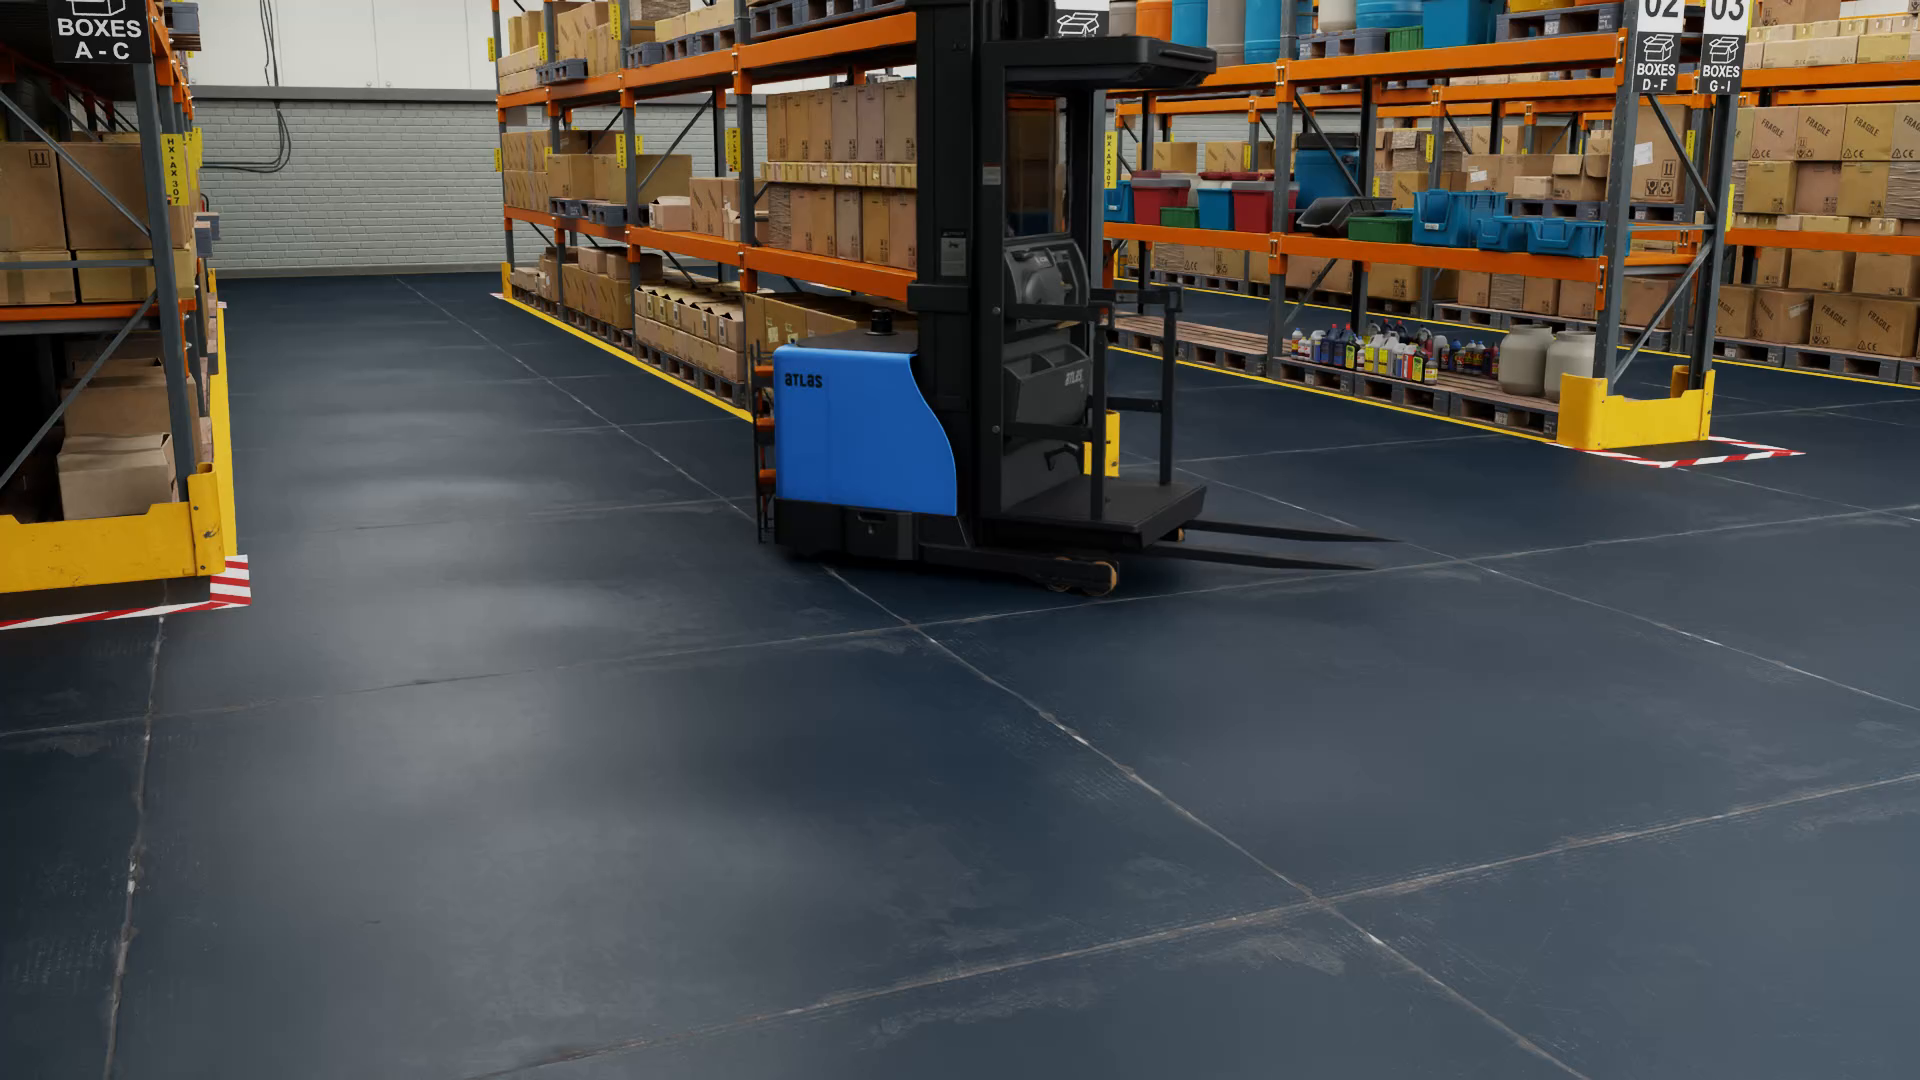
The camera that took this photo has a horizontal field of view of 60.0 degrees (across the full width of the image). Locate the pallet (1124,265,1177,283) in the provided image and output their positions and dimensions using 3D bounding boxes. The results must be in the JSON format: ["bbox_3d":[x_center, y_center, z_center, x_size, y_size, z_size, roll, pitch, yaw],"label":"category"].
[{"bbox_3d":[3.420,-4.394,27.387,1.003,0.211,1.213,-6,14,-23],"label":"pallet"}]

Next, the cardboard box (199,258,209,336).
[{"bbox_3d":[-7.902,-2.418,16.503,0.750,0.750,0.750,-6,14,-23],"label":"cardboard box"}]

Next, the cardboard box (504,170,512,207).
[{"bbox_3d":[-6.114,-4.950,23.383,0.500,0.500,0.500,-5,14,-22],"label":"cardboard box"}]

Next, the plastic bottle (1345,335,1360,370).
[{"bbox_3d":[3.344,-1.594,14.153,0.061,0.283,0.133,-5,14,-20],"label":"plastic bottle"}]

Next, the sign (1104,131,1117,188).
[{"bbox_3d":[0.870,-2.220,9.716,0.100,0.325,0.005,-6,14,-23],"label":"sign"}]

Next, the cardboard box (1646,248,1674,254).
[{"bbox_3d":[10.110,-3.892,23.645,0.500,0.500,0.500,-5,14,-21],"label":"cardboard box"}]

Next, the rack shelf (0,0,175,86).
[{"bbox_3d":[-4.979,-2.787,9.202,1.077,0.370,4.000,-6,14,-23],"label":"rack shelf"}]

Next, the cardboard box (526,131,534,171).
[{"bbox_3d":[-5.297,-5.017,21.455,0.500,0.500,0.500,-6,14,-23],"label":"cardboard box"}]

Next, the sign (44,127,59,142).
[{"bbox_3d":[-7.890,-3.429,14.465,0.100,0.325,0.005,-6,14,-23],"label":"sign"}]

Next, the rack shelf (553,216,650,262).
[{"bbox_3d":[-3.646,-3.427,18.619,1.077,0.370,4.000,-6,14,-23],"label":"rack shelf"}]

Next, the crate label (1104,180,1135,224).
[{"bbox_3d":[1.845,-3.598,17.685,0.502,0.435,0.616,-6,14,-23],"label":"crate label"}]

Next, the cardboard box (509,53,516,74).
[{"bbox_3d":[-5.683,-6.312,22.063,0.500,0.250,0.500,-6,14,-23],"label":"cardboard box"}]

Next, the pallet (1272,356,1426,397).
[{"bbox_3d":[3.528,-1.483,14.810,1.003,0.211,1.213,-6,14,-23],"label":"pallet"}]

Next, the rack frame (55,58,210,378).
[{"bbox_3d":[-7.383,-2.916,14.816,1.000,3.000,0.127,-6,14,-23],"label":"rack frame"}]

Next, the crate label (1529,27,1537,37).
[{"bbox_3d":[4.452,-3.963,13.019,0.502,0.251,0.408,-6,14,-23],"label":"crate label"}]

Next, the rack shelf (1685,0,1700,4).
[{"bbox_3d":[10.017,-7.476,23.695,1.077,0.370,4.000,-6,14,-23],"label":"rack shelf"}]

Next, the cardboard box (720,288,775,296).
[{"bbox_3d":[-1.996,-2.205,15.667,0.500,0.311,0.500,-6,14,-23],"label":"cardboard box"}]

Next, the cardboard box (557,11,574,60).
[{"bbox_3d":[-4.313,-5.843,19.436,0.600,0.600,0.600,-7,15,-28],"label":"cardboard box"}]

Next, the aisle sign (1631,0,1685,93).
[{"bbox_3d":[4.656,-3.383,11.067,0.394,0.787,0.004,-6,14,-23],"label":"aisle sign"}]

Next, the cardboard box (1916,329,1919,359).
[{"bbox_3d":[8.932,-1.843,14.792,0.500,0.500,0.500,-2,13,-8],"label":"cardboard box"}]

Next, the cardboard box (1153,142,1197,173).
[{"bbox_3d":[3.387,-6.015,26.215,0.500,0.500,0.500,-6,14,-24],"label":"cardboard box"}]

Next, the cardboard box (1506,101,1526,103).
[{"bbox_3d":[8.772,-6.977,26.042,0.500,0.250,0.500,-5,14,-22],"label":"cardboard box"}]

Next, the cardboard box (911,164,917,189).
[{"bbox_3d":[-0.074,-2.192,10.026,0.380,0.149,0.250,-5,14,-22],"label":"cardboard box"}]

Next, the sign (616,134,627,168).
[{"bbox_3d":[-3.339,-3.838,16.410,0.100,0.325,0.005,-6,14,-23],"label":"sign"}]

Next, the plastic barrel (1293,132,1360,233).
[{"bbox_3d":[3.420,-3.336,15.518,0.600,0.901,0.708,-6,14,-23],"label":"plastic barrel"}]

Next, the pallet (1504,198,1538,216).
[{"bbox_3d":[6.616,-4.027,20.042,1.213,0.211,1.003,-6,14,-23],"label":"pallet"}]

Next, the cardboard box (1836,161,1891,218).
[{"bbox_3d":[8.582,-3.219,15.244,0.875,0.500,0.500,-6,14,-23],"label":"cardboard box"}]

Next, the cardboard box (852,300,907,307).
[{"bbox_3d":[-0.464,-1.485,12.135,0.500,0.500,0.500,-6,14,-23],"label":"cardboard box"}]

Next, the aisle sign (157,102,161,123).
[{"bbox_3d":[-10.341,-5.877,21.845,0.394,0.787,0.004,-6,14,-23],"label":"aisle sign"}]

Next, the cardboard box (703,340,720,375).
[{"bbox_3d":[-1.876,-1.567,14.153,0.500,0.250,0.500,-6,14,-24],"label":"cardboard box"}]

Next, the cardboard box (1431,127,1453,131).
[{"bbox_3d":[8.153,-6.584,27.565,0.500,0.500,0.500,-6,14,-25],"label":"cardboard box"}]

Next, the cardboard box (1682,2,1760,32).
[{"bbox_3d":[7.738,-5.254,17.105,0.797,0.503,0.637,-6,14,-26],"label":"cardboard box"}]

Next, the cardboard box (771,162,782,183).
[{"bbox_3d":[-1.212,-2.777,12.558,0.380,0.149,0.250,-5,14,-22],"label":"cardboard box"}]

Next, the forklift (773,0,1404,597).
[{"bbox_3d":[0.608,-1.299,7.984,3.031,2.935,1.130,6,14,25],"label":"forklift"}]

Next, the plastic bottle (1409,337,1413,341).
[{"bbox_3d":[3.999,-1.699,14.605,0.061,0.283,0.133,-5,14,-19],"label":"plastic bottle"}]

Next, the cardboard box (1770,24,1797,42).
[{"bbox_3d":[7.942,-4.812,15.805,0.380,0.149,0.250,-6,14,-23],"label":"cardboard box"}]

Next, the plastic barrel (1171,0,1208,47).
[{"bbox_3d":[2.371,-5.045,16.253,0.600,0.901,0.708,-6,14,-23],"label":"plastic barrel"}]

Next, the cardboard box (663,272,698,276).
[{"bbox_3d":[-3.177,-2.692,18.417,0.500,0.500,0.500,-6,14,-24],"label":"cardboard box"}]

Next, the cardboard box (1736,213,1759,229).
[{"bbox_3d":[7.860,-3.136,16.323,0.380,0.149,0.250,-6,14,-23],"label":"cardboard box"}]

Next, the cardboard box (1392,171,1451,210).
[{"bbox_3d":[5.808,-4.386,20.947,0.500,0.500,0.500,-5,14,-21],"label":"cardboard box"}]

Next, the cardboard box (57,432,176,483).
[{"bbox_3d":[-4.601,-0.436,9.089,0.500,0.311,0.500,-4,14,-18],"label":"cardboard box"}]

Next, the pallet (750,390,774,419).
[{"bbox_3d":[-0.963,-1.011,12.770,1.003,0.211,1.213,-6,14,-23],"label":"pallet"}]

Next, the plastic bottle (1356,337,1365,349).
[{"bbox_3d":[3.409,-1.599,14.202,0.097,0.271,0.097,0,13,0],"label":"plastic bottle"}]

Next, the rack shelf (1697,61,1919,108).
[{"bbox_3d":[8.636,-4.129,15.002,1.077,0.370,4.000,-6,14,-23],"label":"rack shelf"}]

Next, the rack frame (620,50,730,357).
[{"bbox_3d":[-2.845,-3.364,16.752,1.000,3.000,0.127,-6,14,-23],"label":"rack frame"}]

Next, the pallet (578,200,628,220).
[{"bbox_3d":[-3.629,-3.672,18.508,1.003,0.211,1.213,-6,14,-23],"label":"pallet"}]

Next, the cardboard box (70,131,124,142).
[{"bbox_3d":[-7.802,-3.555,14.988,0.500,0.250,0.500,-5,14,-21],"label":"cardboard box"}]

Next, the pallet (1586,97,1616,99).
[{"bbox_3d":[9.784,-6.530,24.197,1.213,0.211,1.003,-6,14,-23],"label":"pallet"}]

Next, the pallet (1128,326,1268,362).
[{"bbox_3d":[2.454,-2.037,17.202,1.003,0.211,1.213,-6,14,-23],"label":"pallet"}]

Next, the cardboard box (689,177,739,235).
[{"bbox_3d":[-2.158,-3.067,15.249,0.500,0.500,0.500,-6,15,-26],"label":"cardboard box"}]

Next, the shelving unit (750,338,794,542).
[{"bbox_3d":[-0.974,-0.529,8.817,0.215,1.050,0.252,-1,13,1],"label":"shelving unit"}]

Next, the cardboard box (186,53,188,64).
[{"bbox_3d":[-9.628,-5.868,20.100,0.500,0.250,0.500,-6,14,-25],"label":"cardboard box"}]

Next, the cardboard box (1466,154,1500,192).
[{"bbox_3d":[6.486,-4.403,20.090,0.500,0.500,0.500,-8,15,-30],"label":"cardboard box"}]

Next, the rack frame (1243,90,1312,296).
[{"bbox_3d":[4.631,-5.084,24.186,1.000,3.000,0.127,-6,14,-23],"label":"rack frame"}]

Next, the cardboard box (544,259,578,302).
[{"bbox_3d":[-4.936,-3.279,20.953,0.500,0.500,0.500,-6,14,-23],"label":"cardboard box"}]
